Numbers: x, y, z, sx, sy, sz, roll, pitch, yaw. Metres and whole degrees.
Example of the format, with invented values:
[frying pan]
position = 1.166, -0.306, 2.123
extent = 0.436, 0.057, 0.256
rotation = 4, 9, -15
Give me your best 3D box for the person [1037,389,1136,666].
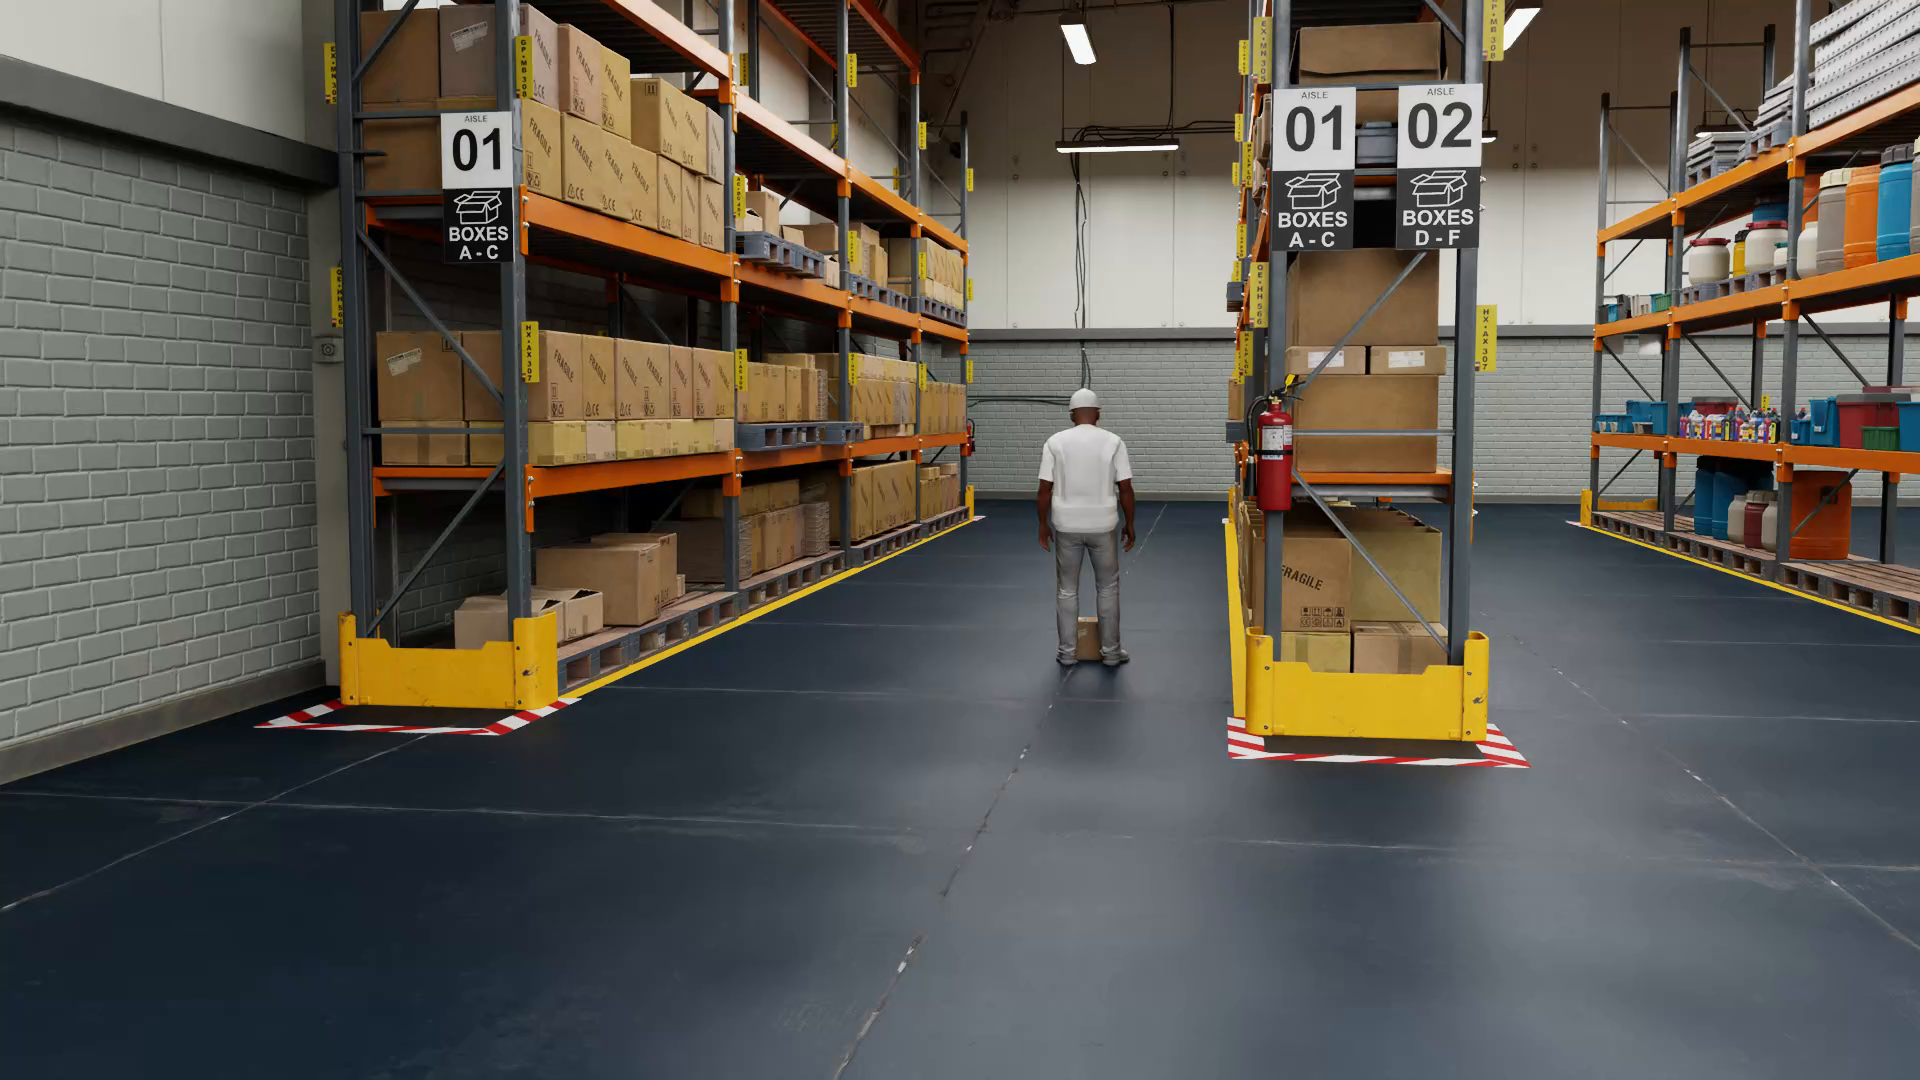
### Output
[person]
position = 0.810, -0.088, 10.655
extent = 0.627, 1.761, 0.456
rotation = 1, 4, 9
